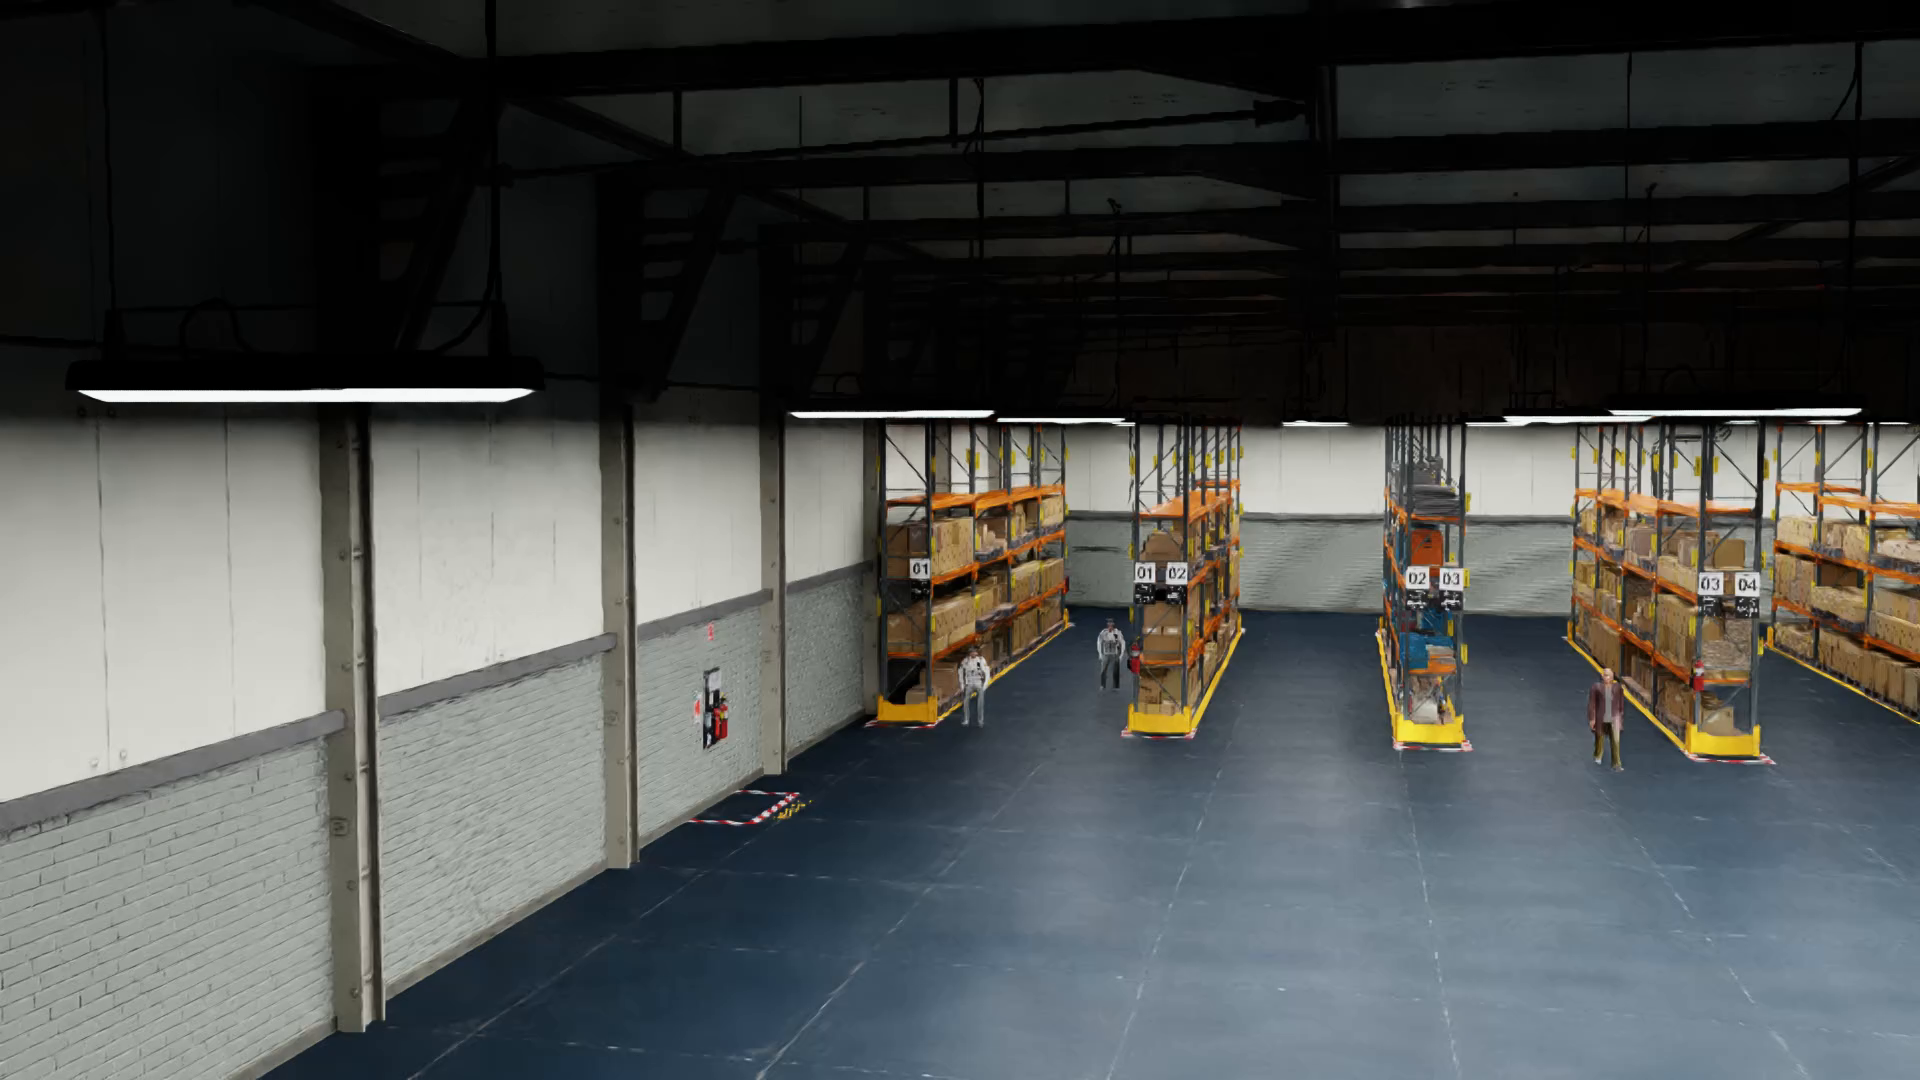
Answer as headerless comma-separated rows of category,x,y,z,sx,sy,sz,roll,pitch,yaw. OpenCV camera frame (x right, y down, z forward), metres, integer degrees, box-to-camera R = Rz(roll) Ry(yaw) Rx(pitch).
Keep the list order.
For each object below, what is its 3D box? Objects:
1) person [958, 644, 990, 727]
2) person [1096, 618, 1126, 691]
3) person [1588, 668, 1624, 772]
person,0.267,2.765,31.778,0.639,1.631,0.502,1,4,11
person,3.271,2.477,36.043,0.639,1.632,0.512,1,4,11
person,10.808,2.973,27.806,0.598,1.698,1.193,1,4,15
